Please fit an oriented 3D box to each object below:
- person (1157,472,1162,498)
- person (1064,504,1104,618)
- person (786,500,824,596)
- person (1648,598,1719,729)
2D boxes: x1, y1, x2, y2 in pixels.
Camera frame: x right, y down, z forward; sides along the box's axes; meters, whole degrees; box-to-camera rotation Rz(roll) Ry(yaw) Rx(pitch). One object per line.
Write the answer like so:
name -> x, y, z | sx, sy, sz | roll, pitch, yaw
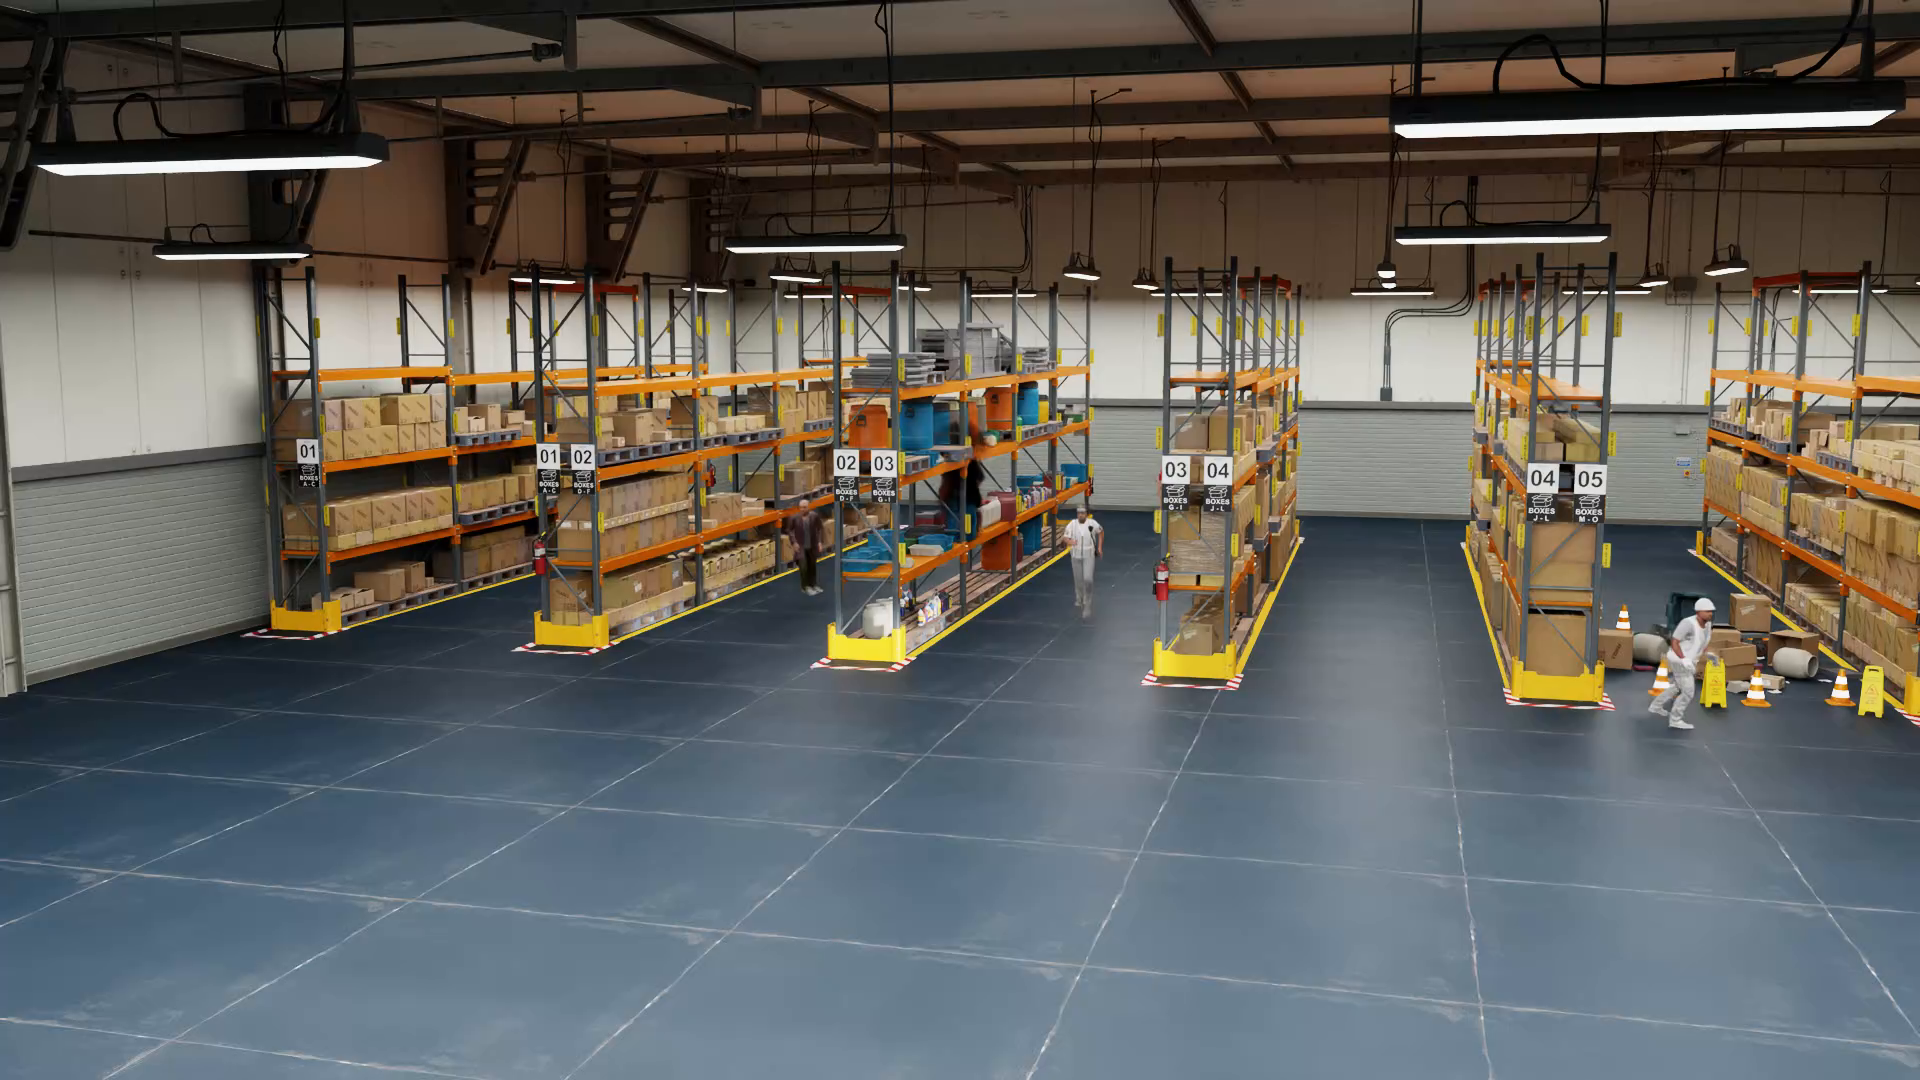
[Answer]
person -> 5.209, -1.122, 41.658 | 0.686, 1.737, 0.644 | -5, 9, -37
person -> 2.063, 0.341, 27.896 | 0.650, 1.901, 0.802 | 1, 7, 9
person -> -2.761, 0.119, 29.634 | 0.687, 1.740, 0.751 | -2, 8, -18
person -> 9.057, 1.527, 20.893 | 0.680, 1.692, 0.869 | -7, 10, -43
